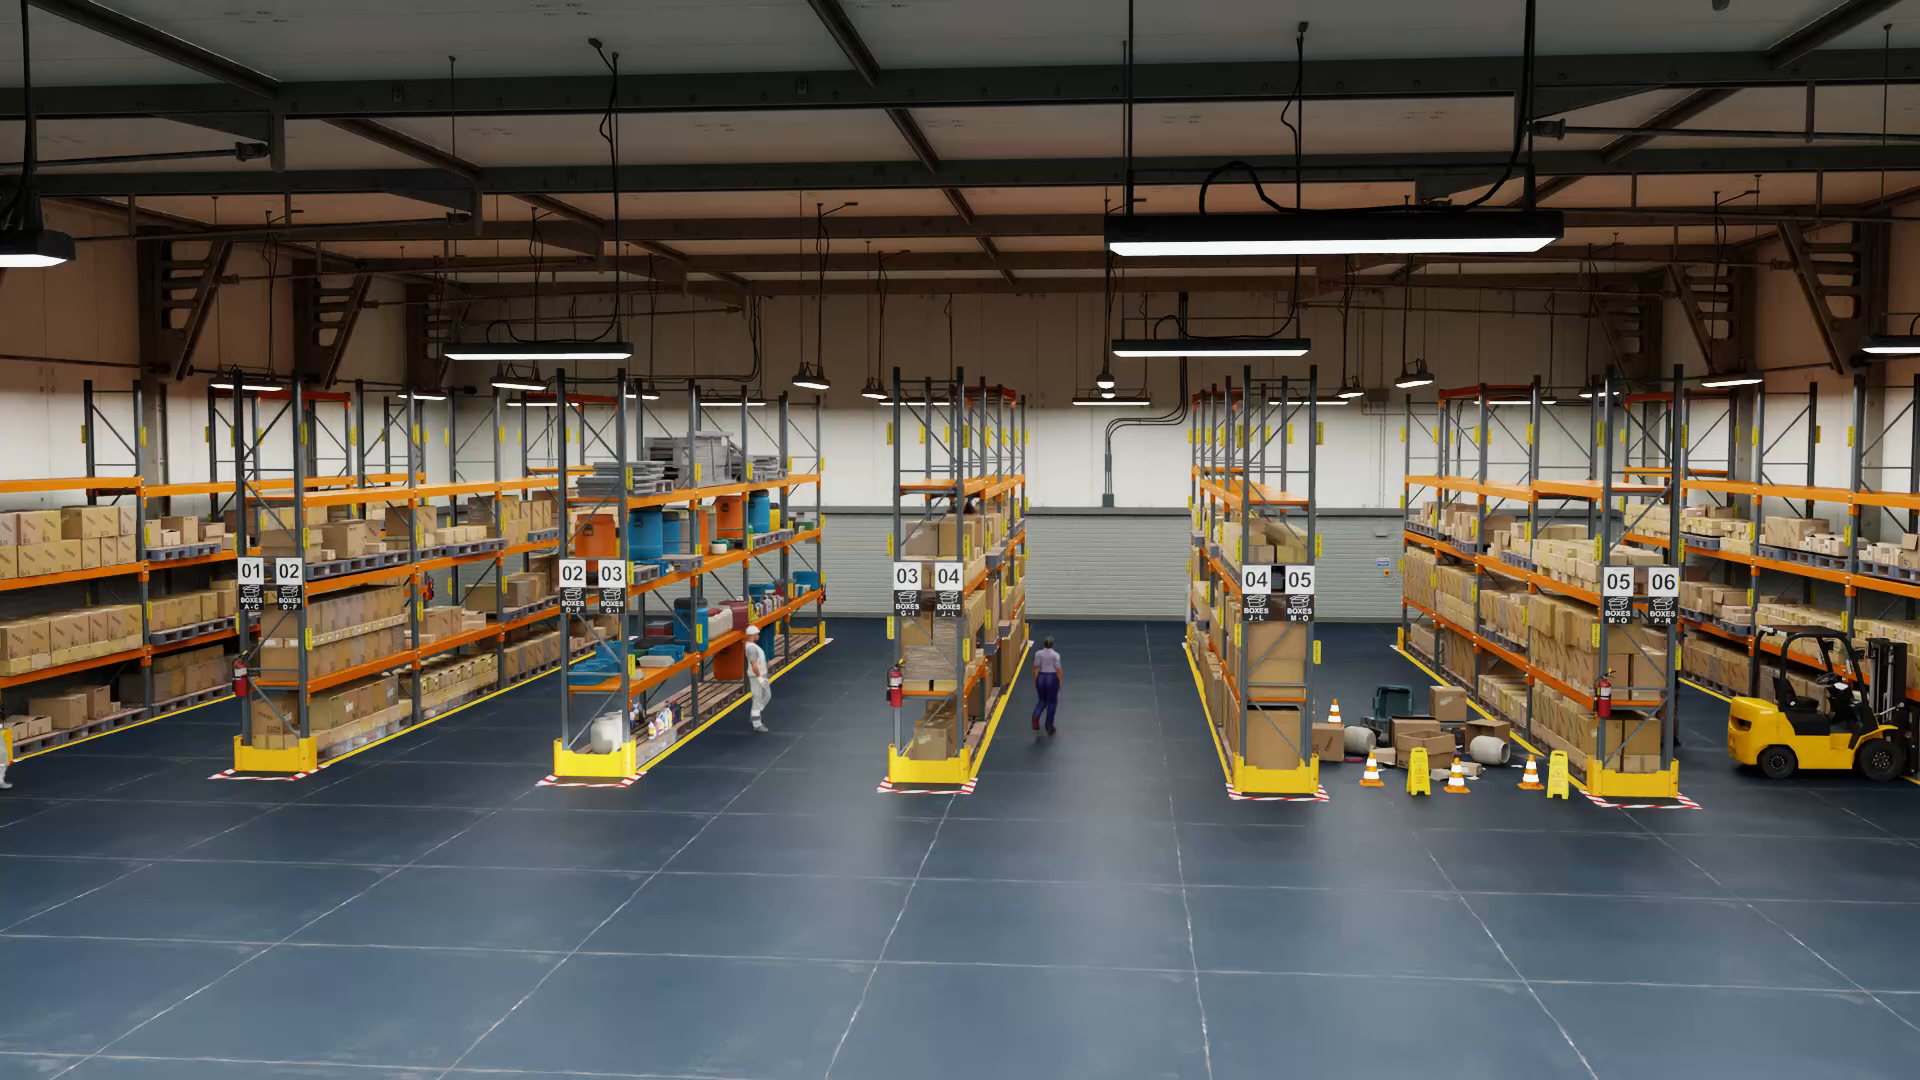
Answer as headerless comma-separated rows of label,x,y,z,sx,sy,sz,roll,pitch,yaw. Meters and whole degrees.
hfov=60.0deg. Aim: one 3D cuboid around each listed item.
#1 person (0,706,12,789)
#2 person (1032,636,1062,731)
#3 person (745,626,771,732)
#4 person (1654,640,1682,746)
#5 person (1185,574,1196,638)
person,-13.881,2.720,23.591,0.911,1.606,0.488,1,4,22
person,1.477,2.437,28.098,0.481,1.612,0.505,3,4,37
person,-3.443,2.349,28.351,0.496,1.798,0.667,1,4,10
person,11.494,2.473,27.038,0.600,1.731,0.396,-2,4,-32
person,5.800,1.609,41.109,0.580,1.648,0.480,-3,4,-36
